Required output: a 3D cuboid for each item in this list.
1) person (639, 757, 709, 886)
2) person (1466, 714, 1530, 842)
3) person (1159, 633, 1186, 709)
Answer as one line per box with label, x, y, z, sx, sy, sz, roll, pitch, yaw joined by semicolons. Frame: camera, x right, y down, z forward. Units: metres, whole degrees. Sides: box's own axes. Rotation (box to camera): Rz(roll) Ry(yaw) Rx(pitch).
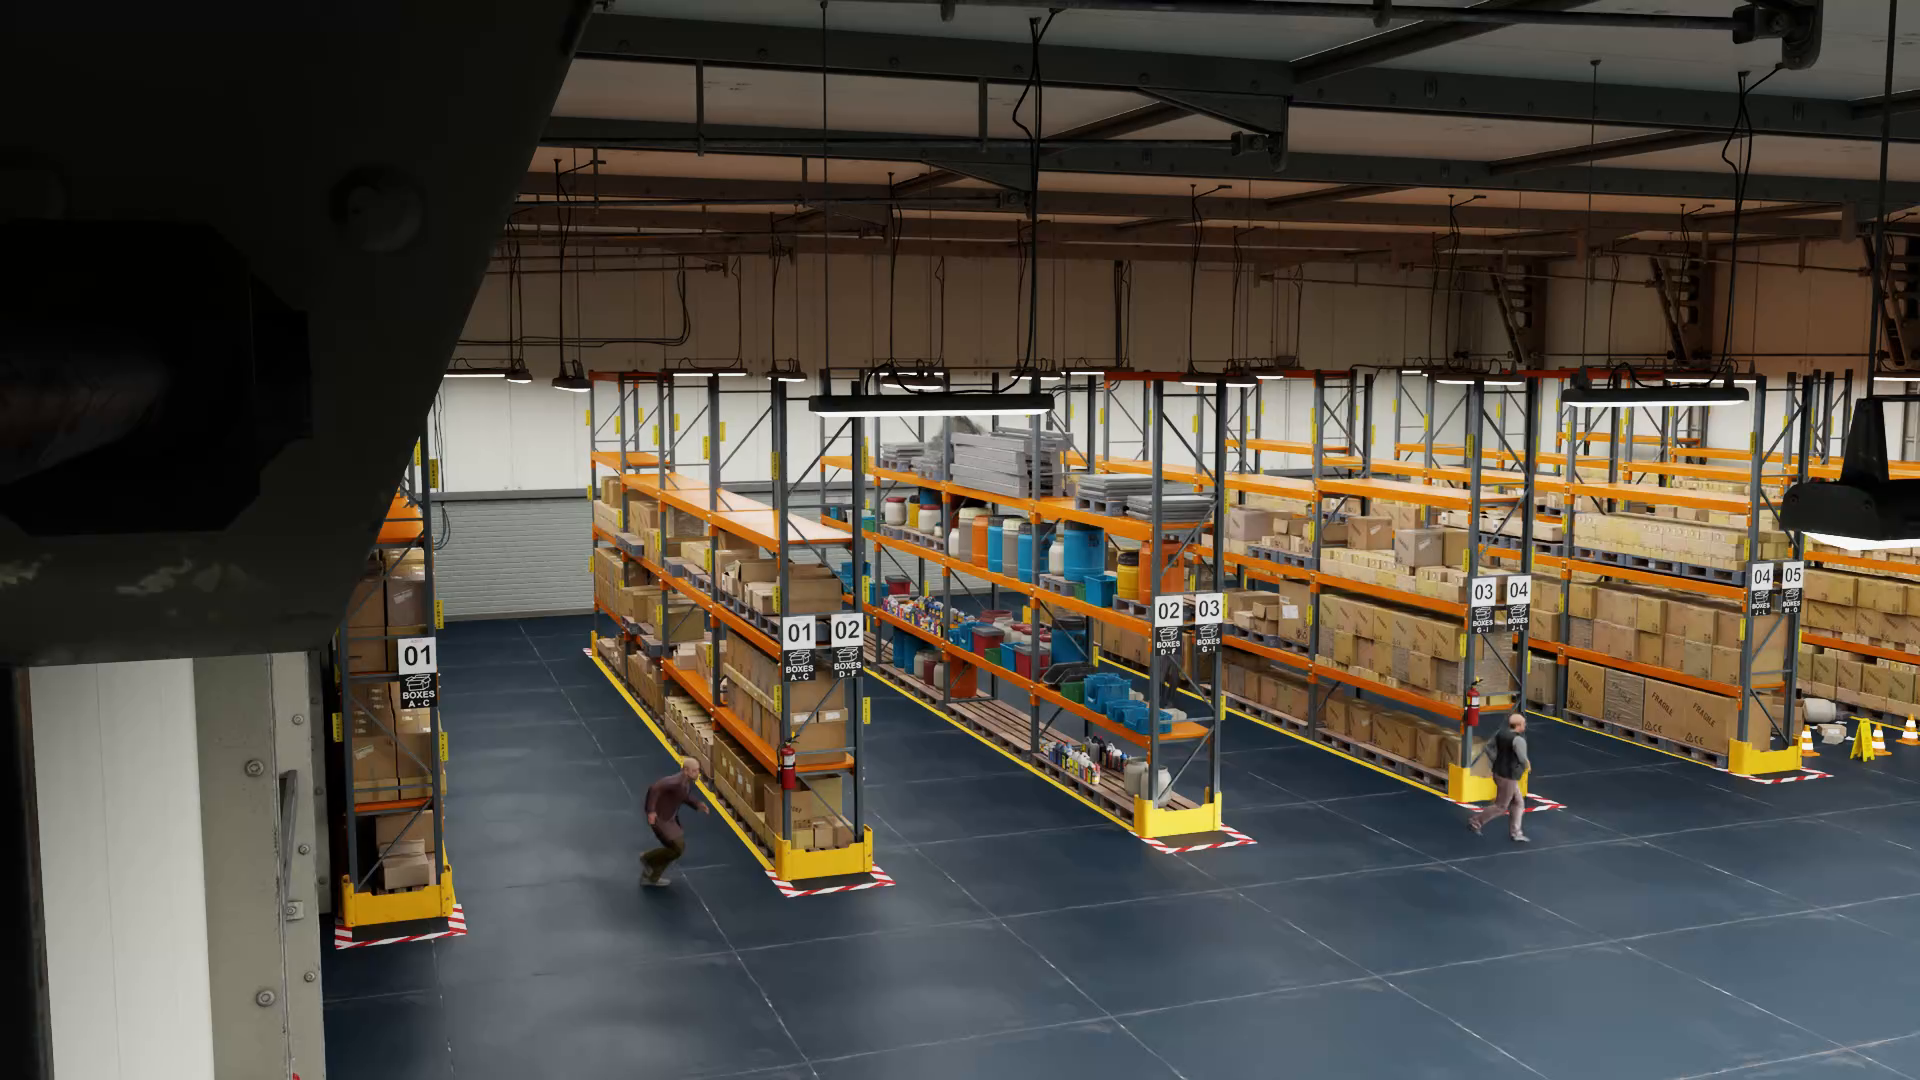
person;-3.410;3.353;19.655;0.873;1.597;0.739;2;7;14
person;7.000;3.090;21.495;0.832;1.695;0.604;0;6;-2
person;3.733;2.204;29.768;0.608;1.674;0.449;1;7;12
